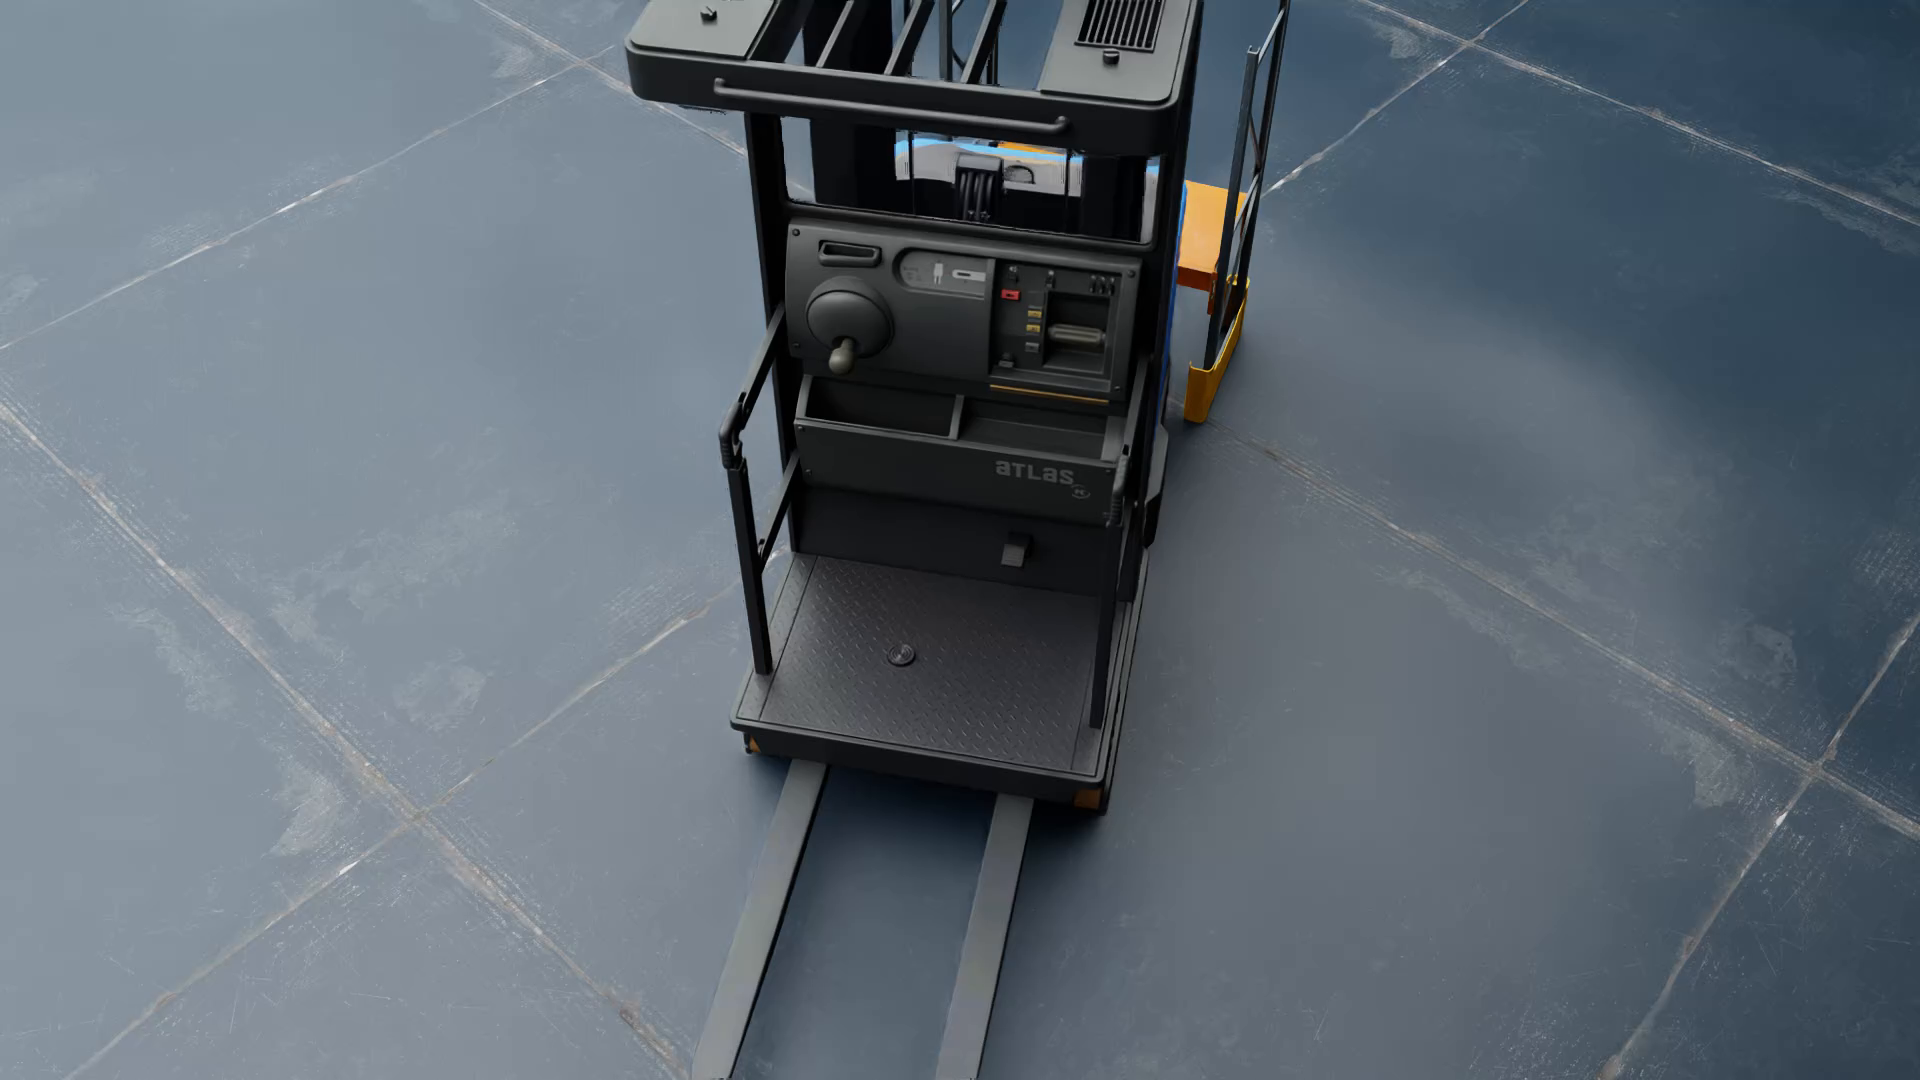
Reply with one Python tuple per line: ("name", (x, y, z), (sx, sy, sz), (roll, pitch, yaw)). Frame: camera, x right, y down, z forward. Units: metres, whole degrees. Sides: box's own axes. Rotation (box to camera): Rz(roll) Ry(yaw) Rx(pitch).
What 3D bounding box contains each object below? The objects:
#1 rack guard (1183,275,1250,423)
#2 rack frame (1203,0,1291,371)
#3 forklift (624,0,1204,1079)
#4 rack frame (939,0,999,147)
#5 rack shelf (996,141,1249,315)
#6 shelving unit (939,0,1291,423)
("rack guard", (0.966, -0.725, 6.259), (0.087, 0.250, 0.587), (16, 49, 14))
("rack frame", (0.984, -1.148, 5.799), (0.032, 1.500, 0.500), (16, 49, 14))
("forklift", (-0.042, -0.499, 4.208), (1.130, 2.935, 3.031), (8, 47, 8))
("rack frame", (0.035, -1.413, 6.048), (0.032, 1.500, 0.500), (16, 49, 14))
("rack shelf", (0.510, -1.157, 6.055), (1.000, 0.185, 0.538), (16, 49, 14))
("shelving unit", (0.501, -1.283, 5.926), (1.083, 1.500, 0.587), (16, 49, 14))
